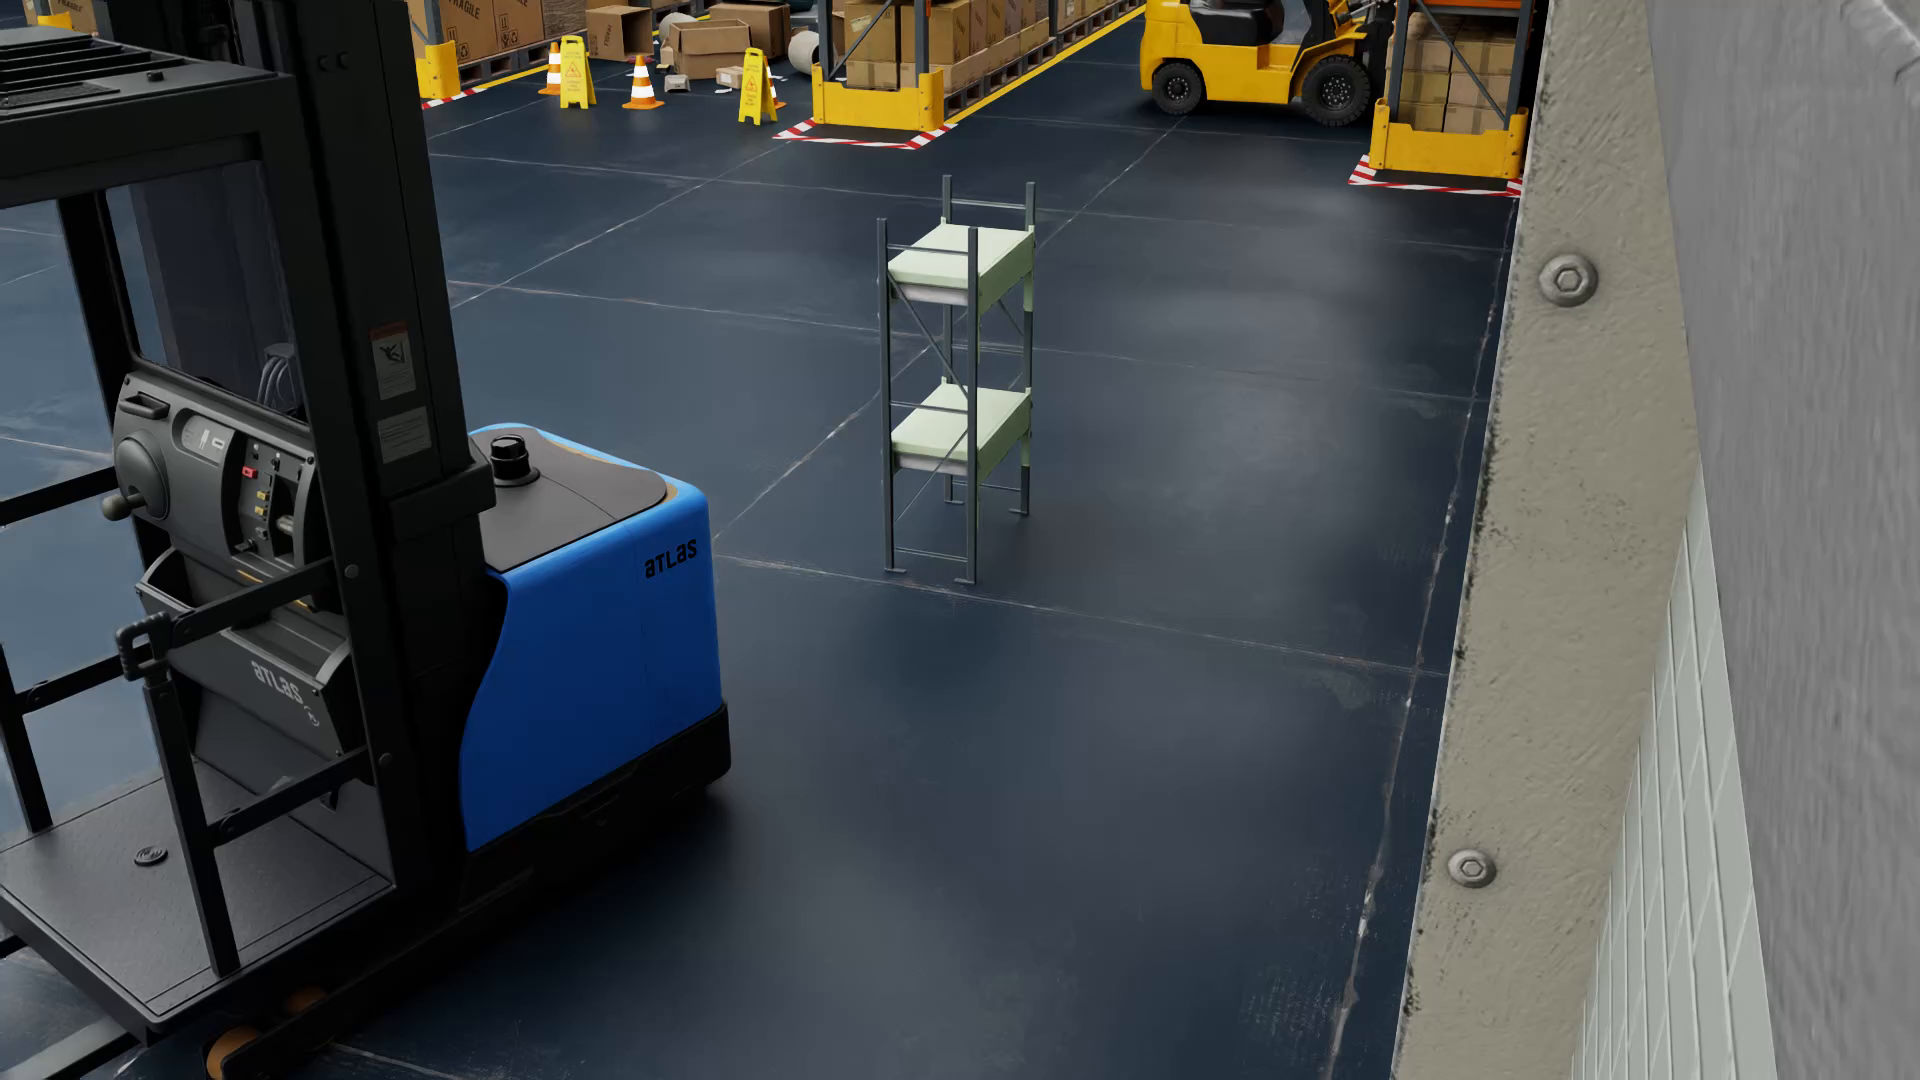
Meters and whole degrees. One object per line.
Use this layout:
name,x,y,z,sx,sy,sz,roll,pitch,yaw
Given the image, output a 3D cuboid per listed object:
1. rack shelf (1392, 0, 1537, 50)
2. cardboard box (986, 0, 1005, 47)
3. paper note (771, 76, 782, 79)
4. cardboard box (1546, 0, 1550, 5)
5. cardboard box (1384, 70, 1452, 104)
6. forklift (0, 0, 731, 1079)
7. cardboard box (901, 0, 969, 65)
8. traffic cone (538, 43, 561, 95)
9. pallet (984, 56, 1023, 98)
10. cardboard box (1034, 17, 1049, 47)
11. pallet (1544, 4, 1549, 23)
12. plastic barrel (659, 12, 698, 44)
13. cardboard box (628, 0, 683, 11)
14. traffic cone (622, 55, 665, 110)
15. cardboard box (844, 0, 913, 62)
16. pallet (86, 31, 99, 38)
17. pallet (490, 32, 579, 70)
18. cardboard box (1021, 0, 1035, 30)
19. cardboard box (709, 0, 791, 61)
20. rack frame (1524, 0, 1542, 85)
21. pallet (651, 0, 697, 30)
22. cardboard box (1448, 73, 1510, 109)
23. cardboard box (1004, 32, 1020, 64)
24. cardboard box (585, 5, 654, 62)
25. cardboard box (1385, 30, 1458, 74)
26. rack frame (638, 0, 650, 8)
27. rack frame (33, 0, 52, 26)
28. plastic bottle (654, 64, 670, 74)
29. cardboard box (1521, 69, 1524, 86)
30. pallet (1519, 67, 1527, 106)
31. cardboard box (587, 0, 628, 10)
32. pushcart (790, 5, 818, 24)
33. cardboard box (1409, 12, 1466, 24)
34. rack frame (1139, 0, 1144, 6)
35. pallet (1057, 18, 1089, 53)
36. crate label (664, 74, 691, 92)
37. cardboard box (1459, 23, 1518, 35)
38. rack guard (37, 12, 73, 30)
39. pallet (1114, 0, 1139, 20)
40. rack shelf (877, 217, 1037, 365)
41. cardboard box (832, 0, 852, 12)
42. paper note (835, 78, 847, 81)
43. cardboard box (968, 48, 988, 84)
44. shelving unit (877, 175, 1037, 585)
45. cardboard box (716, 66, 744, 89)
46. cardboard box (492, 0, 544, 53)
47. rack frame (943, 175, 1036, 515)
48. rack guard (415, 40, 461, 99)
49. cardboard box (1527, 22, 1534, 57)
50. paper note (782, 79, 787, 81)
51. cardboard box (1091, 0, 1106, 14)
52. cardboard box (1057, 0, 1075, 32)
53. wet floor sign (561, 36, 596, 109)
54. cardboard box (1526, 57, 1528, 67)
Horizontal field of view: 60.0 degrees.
rack shelf,4.586,-4.859,14.669,1.077,0.370,4.000,9,27,17
cardboard box,0.119,-5.090,16.133,0.500,0.500,0.500,9,27,18
paper note,-1.900,-4.742,17.022,0.148,0.019,0.142,20,32,35
cardboard box,6.987,-6.845,20.332,0.500,0.500,0.500,10,28,19
cardboard box,3.787,-3.783,13.720,0.500,0.250,0.500,8,27,17
forklift,-2.069,-0.136,4.167,1.130,2.935,3.031,19,32,34
cardboard box,-0.225,-4.669,15.265,0.500,0.500,0.500,8,27,16
traffic cone,-3.948,-4.626,16.273,0.336,0.463,0.334,9,27,17
pallet,-0.025,-4.684,16.681,1.003,0.211,1.213,9,27,17
cardboard box,0.626,-5.392,17.619,0.500,0.250,0.500,10,28,20
pallet,6.866,-6.695,20.835,1.003,0.211,1.213,9,27,17
plastic barrel,-3.063,-5.551,18.229,0.421,0.421,0.512,-14,29,-27
cardboard box,-4.011,-6.844,20.042,1.050,0.750,0.750,9,27,17
traffic cone,-2.995,-4.322,15.646,0.336,0.463,0.334,9,27,17
cardboard box,-0.741,-4.735,15.400,0.500,0.500,0.500,9,27,18
pallet,-9.778,-5.621,18.617,1.003,0.211,1.213,9,27,17
pallet,-4.864,-5.340,18.037,1.003,0.211,1.213,9,27,17
cardboard box,0.458,-5.521,17.023,0.500,0.500,0.500,9,27,18
cardboard box,-2.262,-5.491,17.858,0.797,0.637,0.503,9,27,17
rack frame,5.251,-6.005,16.210,1.000,3.000,0.127,9,27,17
pallet,-3.947,-6.472,20.375,1.003,0.211,1.213,9,27,17
cardboard box,4.272,-3.700,13.550,0.500,0.250,0.500,9,27,18
cardboard box,0.284,-4.964,16.733,0.500,0.250,0.500,9,27,18
cardboard box,-3.681,-5.488,18.009,0.500,0.500,0.500,14,29,26
cardboard box,3.779,-3.997,13.589,0.500,0.250,0.500,10,27,19
rack frame,-4.132,-7.399,19.090,1.000,3.000,0.127,9,27,17
rack frame,-10.107,-6.516,17.266,1.000,3.000,0.127,9,27,17
plastic bottle,-3.098,-4.917,17.334,0.133,0.061,0.283,0,26,-1
cardboard box,4.945,-4.313,15.389,0.500,0.250,0.500,9,27,18
pallet,4.947,-4.429,16.155,1.003,0.211,1.213,9,27,17
cardboard box,-4.408,-6.384,18.949,0.875,0.875,0.875,9,27,18
pushcart,-1.598,-5.853,18.905,1.648,0.377,0.936,0,26,-1
cardboard box,4.102,-4.416,14.455,0.500,0.250,0.500,9,27,18
rack frame,1.900,-8.367,21.088,1.000,3.000,0.127,9,27,17
pallet,0.827,-5.788,18.962,1.003,0.211,1.213,9,27,17
crate label,-2.792,-4.508,16.403,0.250,0.136,0.298,-5,26,-9
cardboard box,4.421,-4.138,13.881,0.500,0.250,0.500,9,27,18
rack guard,-10.082,-5.422,17.875,1.175,0.500,0.348,9,27,17
pallet,1.639,-6.791,21.033,1.003,0.211,1.213,9,27,17
rack shelf,-0.002,-1.024,6.747,0.431,0.370,0.720,9,27,17
cardboard box,-1.119,-6.184,18.581,0.500,0.500,0.500,9,27,17
paper note,-1.196,-4.692,16.907,0.142,0.019,0.148,0,26,-1
cardboard box,-0.056,-4.531,15.839,0.500,0.250,0.500,10,27,19
shelving unit,-0.002,-0.672,6.917,0.431,1.500,0.755,9,27,17
cardboard box,-2.231,-4.627,16.636,0.250,0.149,0.380,-20,33,-36
cardboard box,-5.009,-5.638,17.409,0.875,0.875,0.875,8,27,17
rack frame,0.120,-0.823,7.228,0.400,1.500,0.023,9,27,17
rack guard,-5.471,-4.620,16.219,1.175,0.500,0.348,9,27,17
cardboard box,5.129,-4.737,15.692,0.500,0.250,0.500,9,27,18
paper note,-1.781,-4.676,16.896,0.032,0.001,0.123,9,27,17
cardboard box,1.207,-6.527,19.822,0.950,0.372,0.625,10,27,19
cardboard box,0.741,-5.945,18.620,0.950,0.372,0.625,9,27,18
wet floor sign,-3.606,-4.397,15.590,0.267,0.644,0.232,4,26,8
cardboard box,5.280,-4.727,16.245,0.500,0.250,0.500,9,27,18
